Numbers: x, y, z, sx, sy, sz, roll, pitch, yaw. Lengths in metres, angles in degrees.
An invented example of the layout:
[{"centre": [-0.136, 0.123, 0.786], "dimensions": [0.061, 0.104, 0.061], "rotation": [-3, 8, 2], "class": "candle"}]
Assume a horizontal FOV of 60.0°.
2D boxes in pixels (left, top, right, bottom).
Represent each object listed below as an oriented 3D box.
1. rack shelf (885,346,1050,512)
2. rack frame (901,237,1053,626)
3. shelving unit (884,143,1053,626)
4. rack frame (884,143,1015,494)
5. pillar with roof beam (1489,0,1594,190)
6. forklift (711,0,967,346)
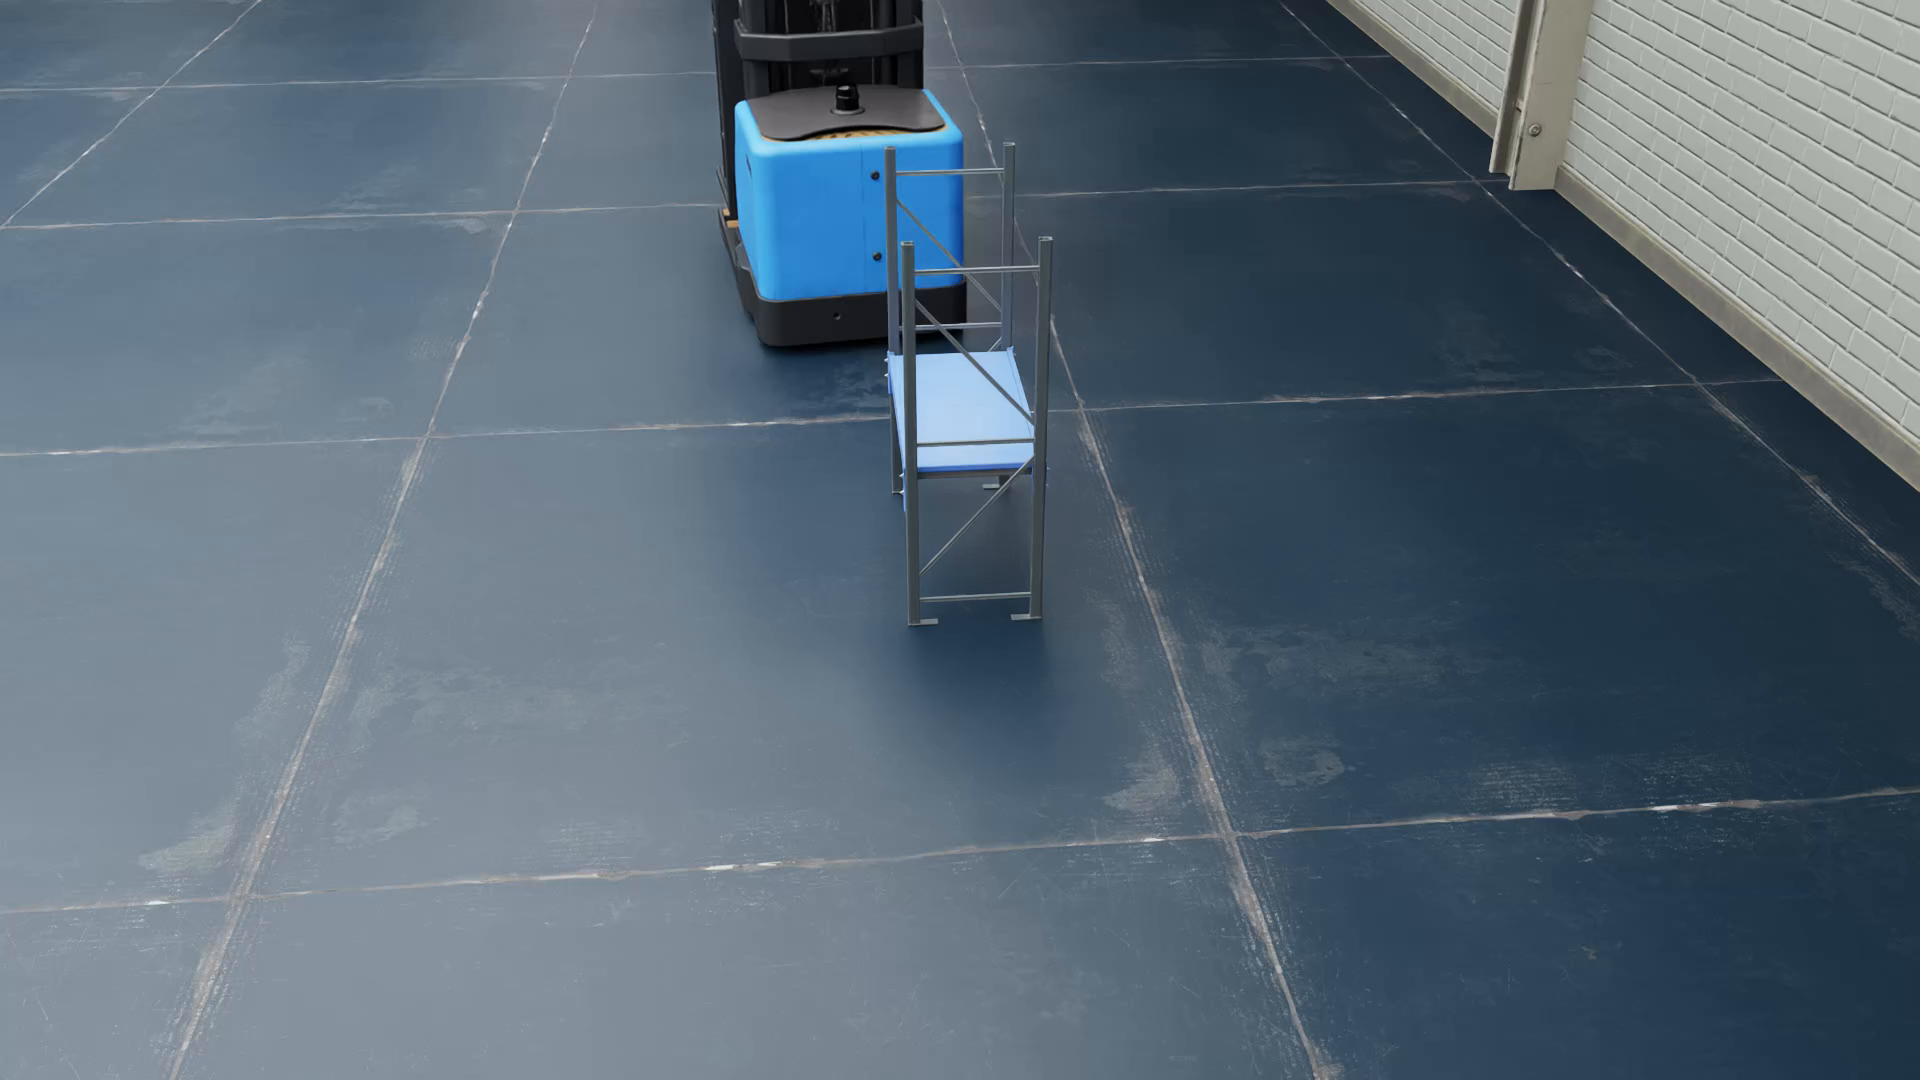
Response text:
[{"centre": [0.008, -0.446, 6.385], "dimensions": [0.538, 0.185, 1.000], "rotation": [-3, 31, -5], "class": "rack shelf"}, {"centre": [0.055, -0.341, 5.858], "dimensions": [0.500, 1.500, 0.032], "rotation": [-3, 31, -5], "class": "rack frame"}, {"centre": [0.008, -0.600, 6.292], "dimensions": [0.538, 1.500, 1.048], "rotation": [-3, 31, -5], "class": "shelving unit"}, {"centre": [-0.040, -0.860, 6.727], "dimensions": [0.500, 1.500, 0.032], "rotation": [-3, 31, -5], "class": "rack frame"}, {"centre": [-0.696, -5.956, 7.947], "dimensions": [9.100, 9.000, 0.400], "rotation": [-3, 31, -5], "class": "pillar with roof beam"}, {"centre": [-0.792, -2.957, 8.842], "dimensions": [1.130, 2.935, 3.031], "rotation": [-7, 31, -11], "class": "forklift"}]
